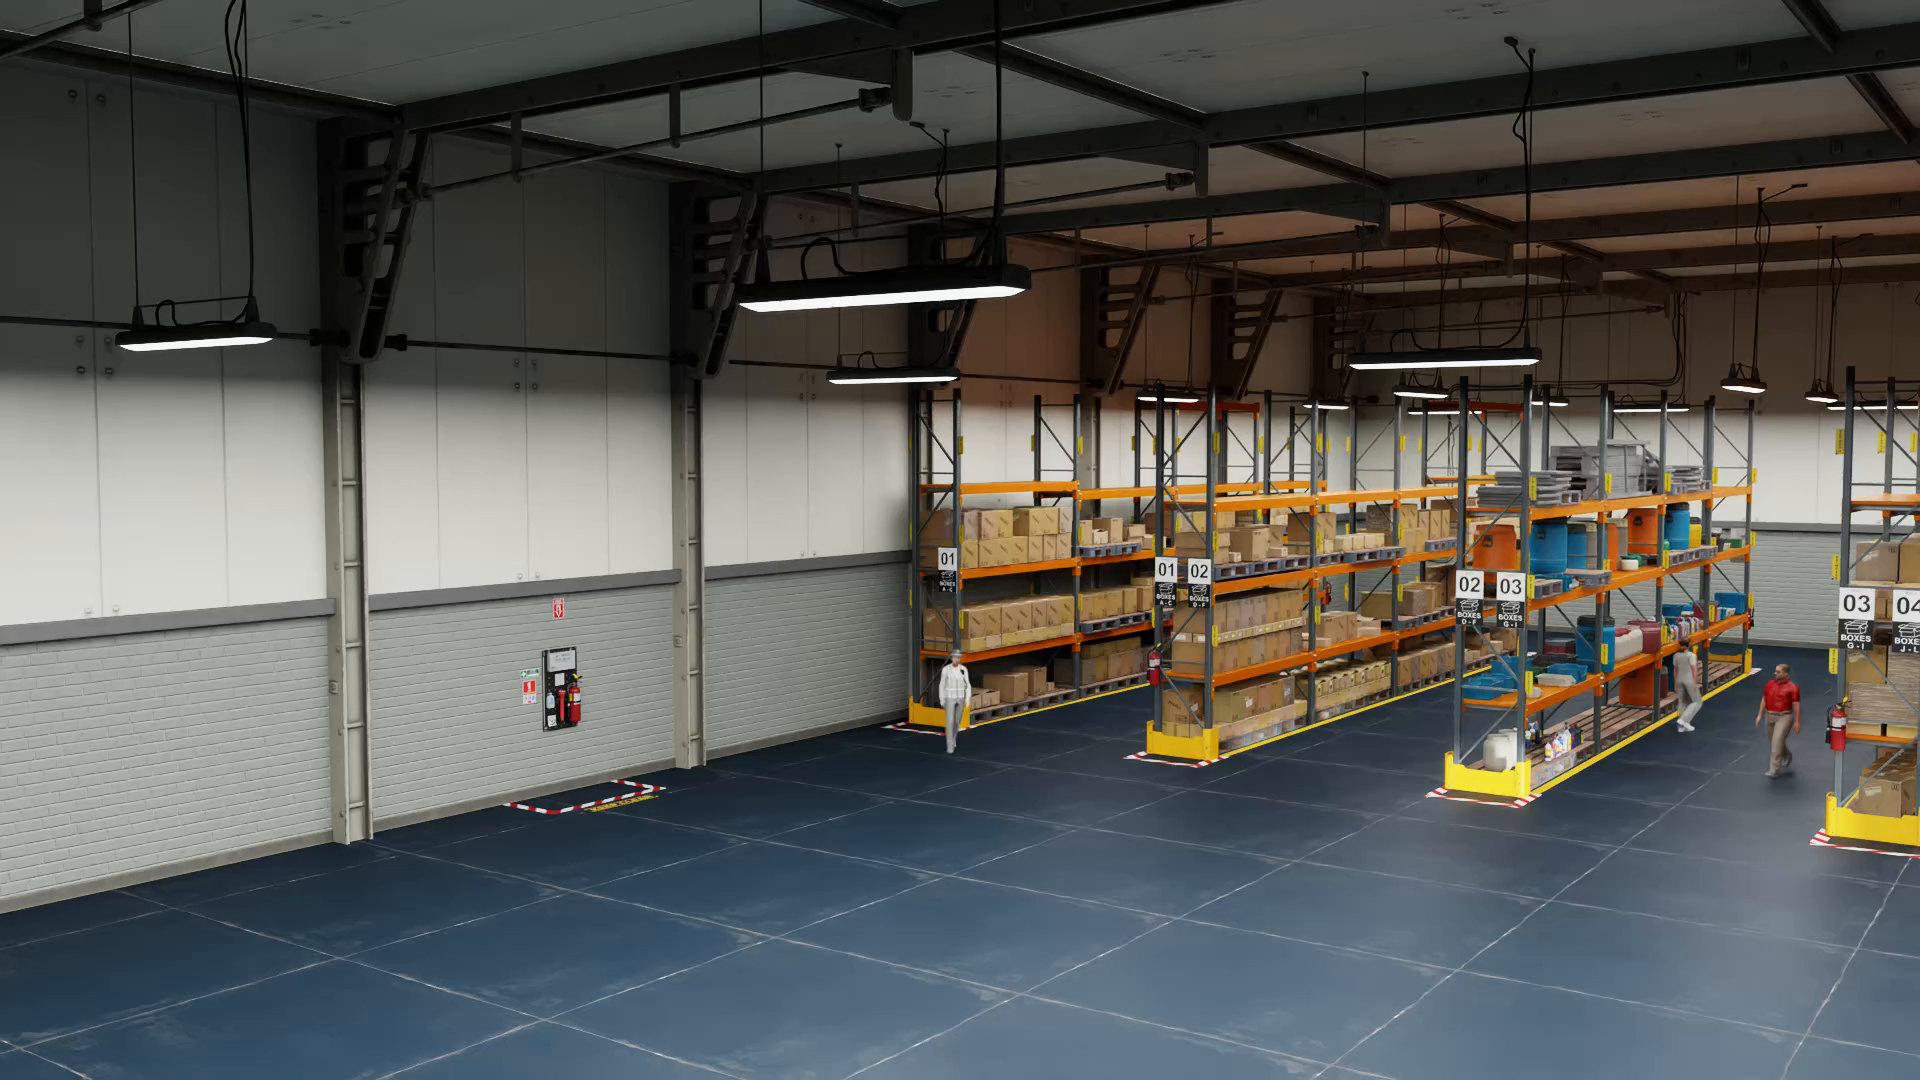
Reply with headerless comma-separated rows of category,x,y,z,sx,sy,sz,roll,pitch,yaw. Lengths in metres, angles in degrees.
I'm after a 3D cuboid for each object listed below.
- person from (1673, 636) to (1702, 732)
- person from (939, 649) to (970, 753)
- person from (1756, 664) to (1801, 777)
person,12.610,2.518,28.926,0.483,1.667,0.525,-2,4,-33
person,-0.078,2.614,27.174,0.548,1.639,0.814,-1,3,-21
person,12.427,2.710,25.247,1.012,1.677,0.618,-2,4,-33
